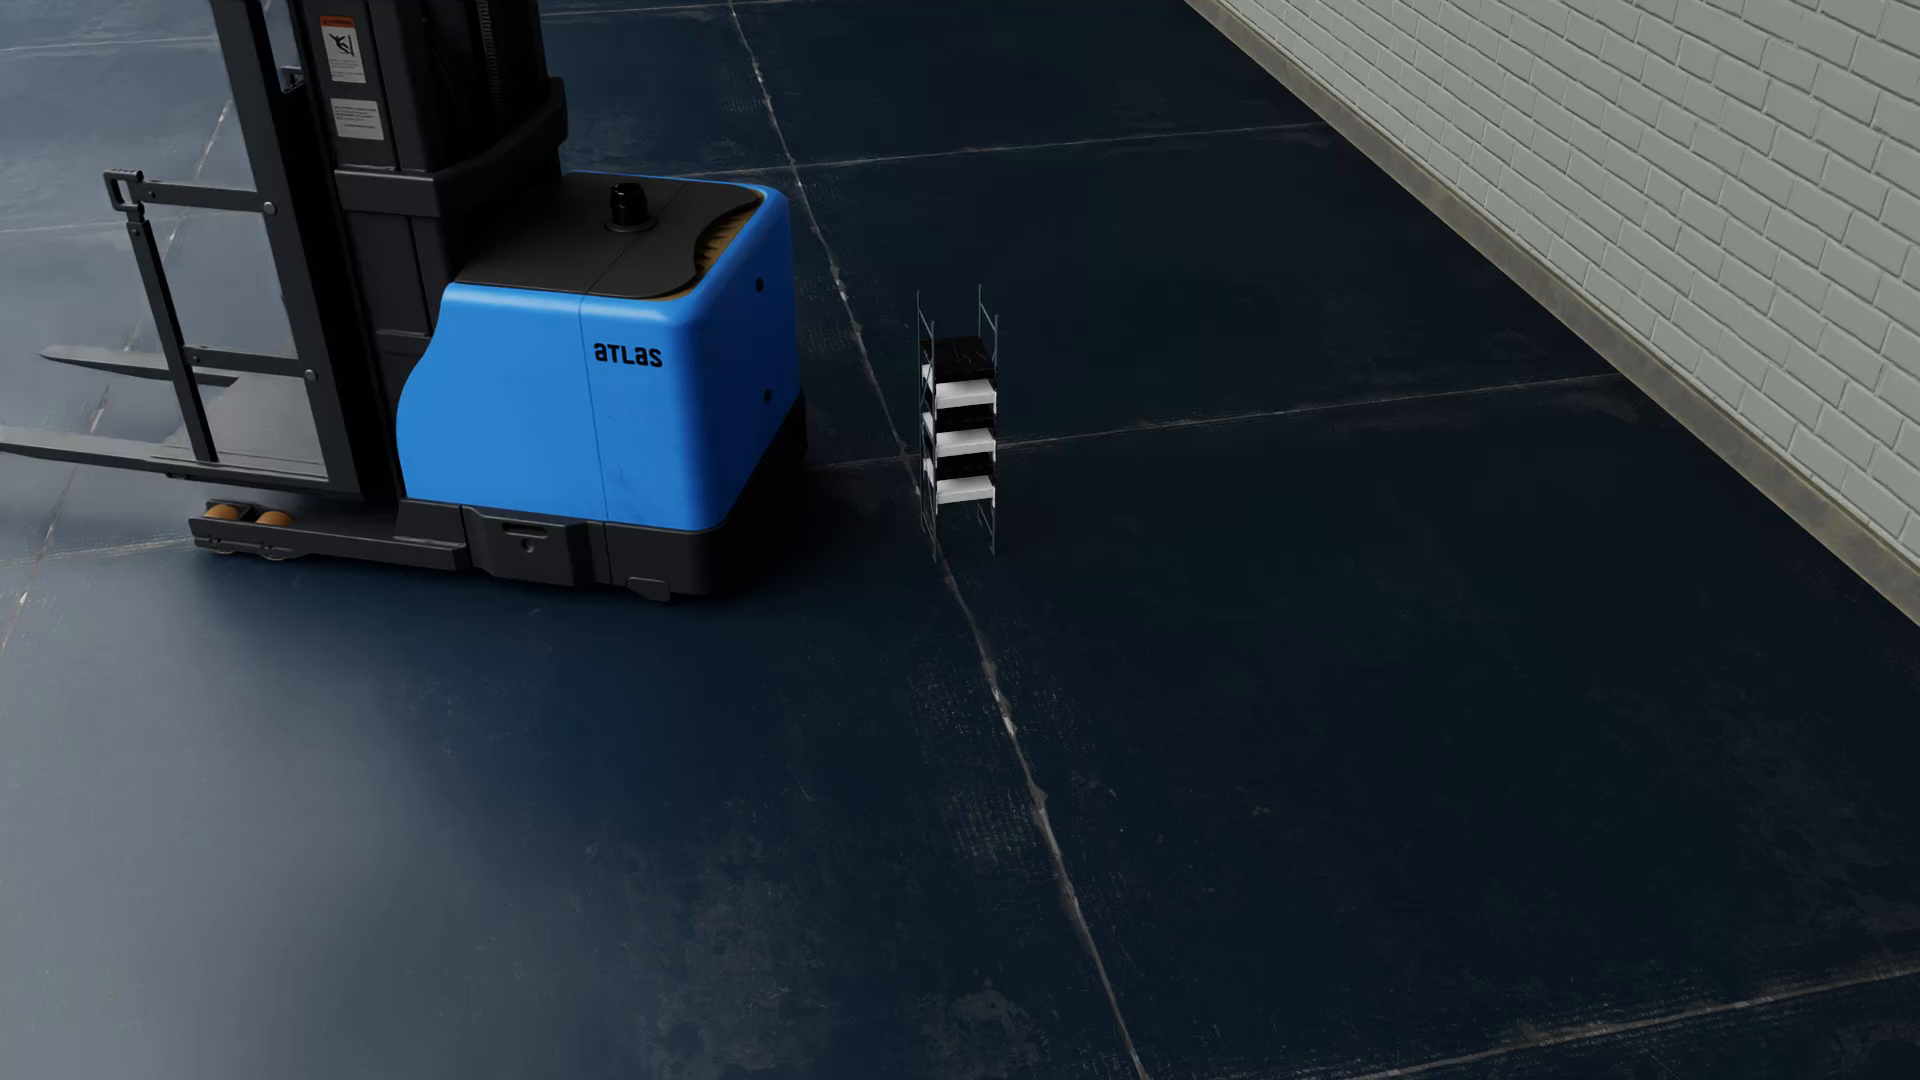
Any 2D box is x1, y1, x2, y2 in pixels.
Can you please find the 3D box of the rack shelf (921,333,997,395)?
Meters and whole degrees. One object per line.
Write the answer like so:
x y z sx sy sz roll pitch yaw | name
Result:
-0.008 -0.569 5.366 0.200 0.077 0.258 -7 35 -11 | rack shelf

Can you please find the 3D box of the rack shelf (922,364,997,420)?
-0.008 -0.494 5.416 0.200 0.077 0.258 -7 35 -11 | rack shelf

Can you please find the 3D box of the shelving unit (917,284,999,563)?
-0.008 -0.373 5.498 0.210 0.900 0.258 -7 35 -11 | shelving unit

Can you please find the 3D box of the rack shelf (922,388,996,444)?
-0.008 -0.420 5.466 0.200 0.077 0.258 -7 35 -11 | rack shelf

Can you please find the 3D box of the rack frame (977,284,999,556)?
0.091 -0.385 5.516 0.006 0.900 0.240 -7 35 -11 | rack frame

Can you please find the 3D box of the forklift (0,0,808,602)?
-2.131 -1.426 5.245 3.031 2.935 1.130 7 34 10 | forklift

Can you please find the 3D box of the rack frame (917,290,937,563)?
-0.107 -0.360 5.479 0.006 0.900 0.240 -7 35 -11 | rack frame

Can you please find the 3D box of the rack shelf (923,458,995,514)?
-0.008 -0.196 5.617 0.200 0.077 0.258 -7 35 -11 | rack shelf

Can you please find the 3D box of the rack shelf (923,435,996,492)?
-0.008 -0.270 5.566 0.200 0.077 0.258 -7 35 -11 | rack shelf

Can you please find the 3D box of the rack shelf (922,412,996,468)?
-0.008 -0.345 5.516 0.200 0.077 0.258 -7 35 -11 | rack shelf
